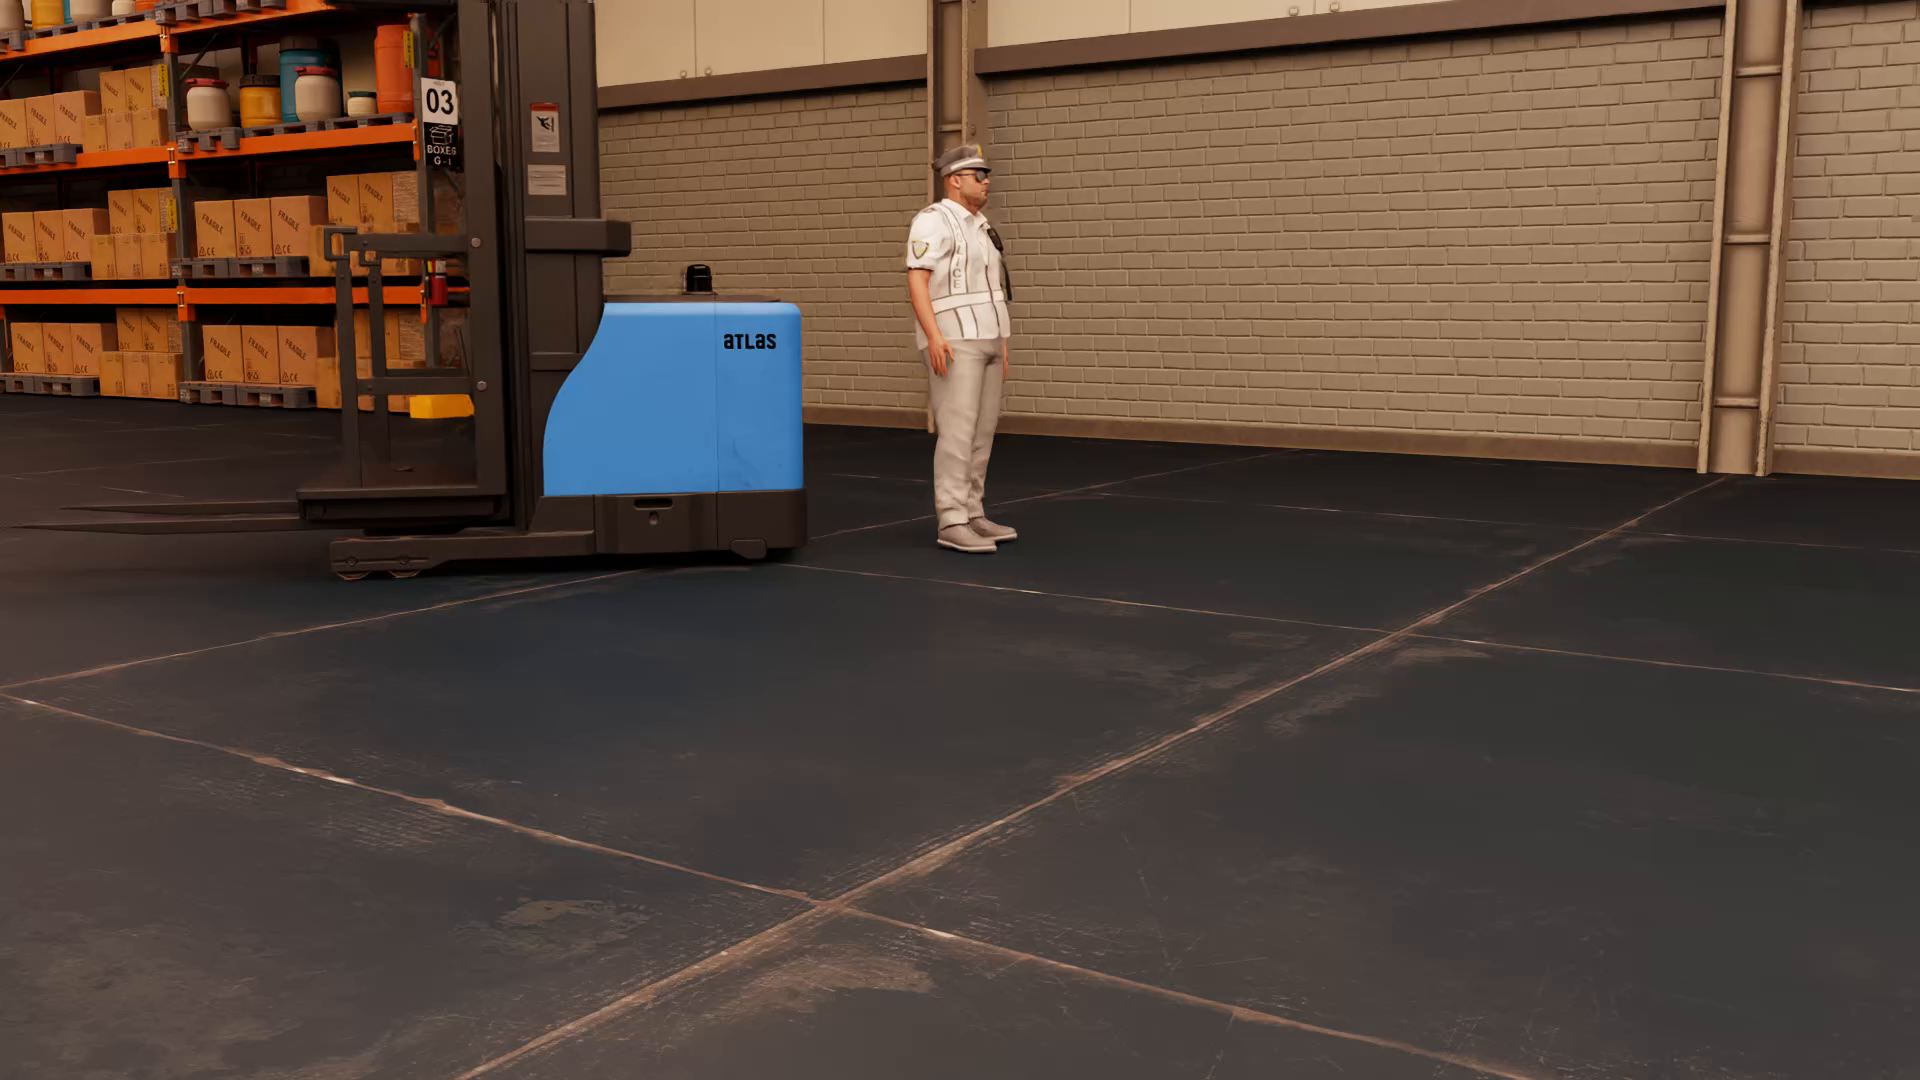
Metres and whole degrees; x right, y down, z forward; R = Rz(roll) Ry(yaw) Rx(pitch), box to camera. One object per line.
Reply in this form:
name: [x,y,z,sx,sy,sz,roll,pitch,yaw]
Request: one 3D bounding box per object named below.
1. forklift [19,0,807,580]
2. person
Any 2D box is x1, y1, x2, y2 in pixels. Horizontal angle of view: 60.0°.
forklift: [-2.211,-1.375,6.863,3.031,2.935,1.130,-2,8,-12]
person: [0.072,-0.873,7.427,0.545,1.779,0.660,5,10,33]
